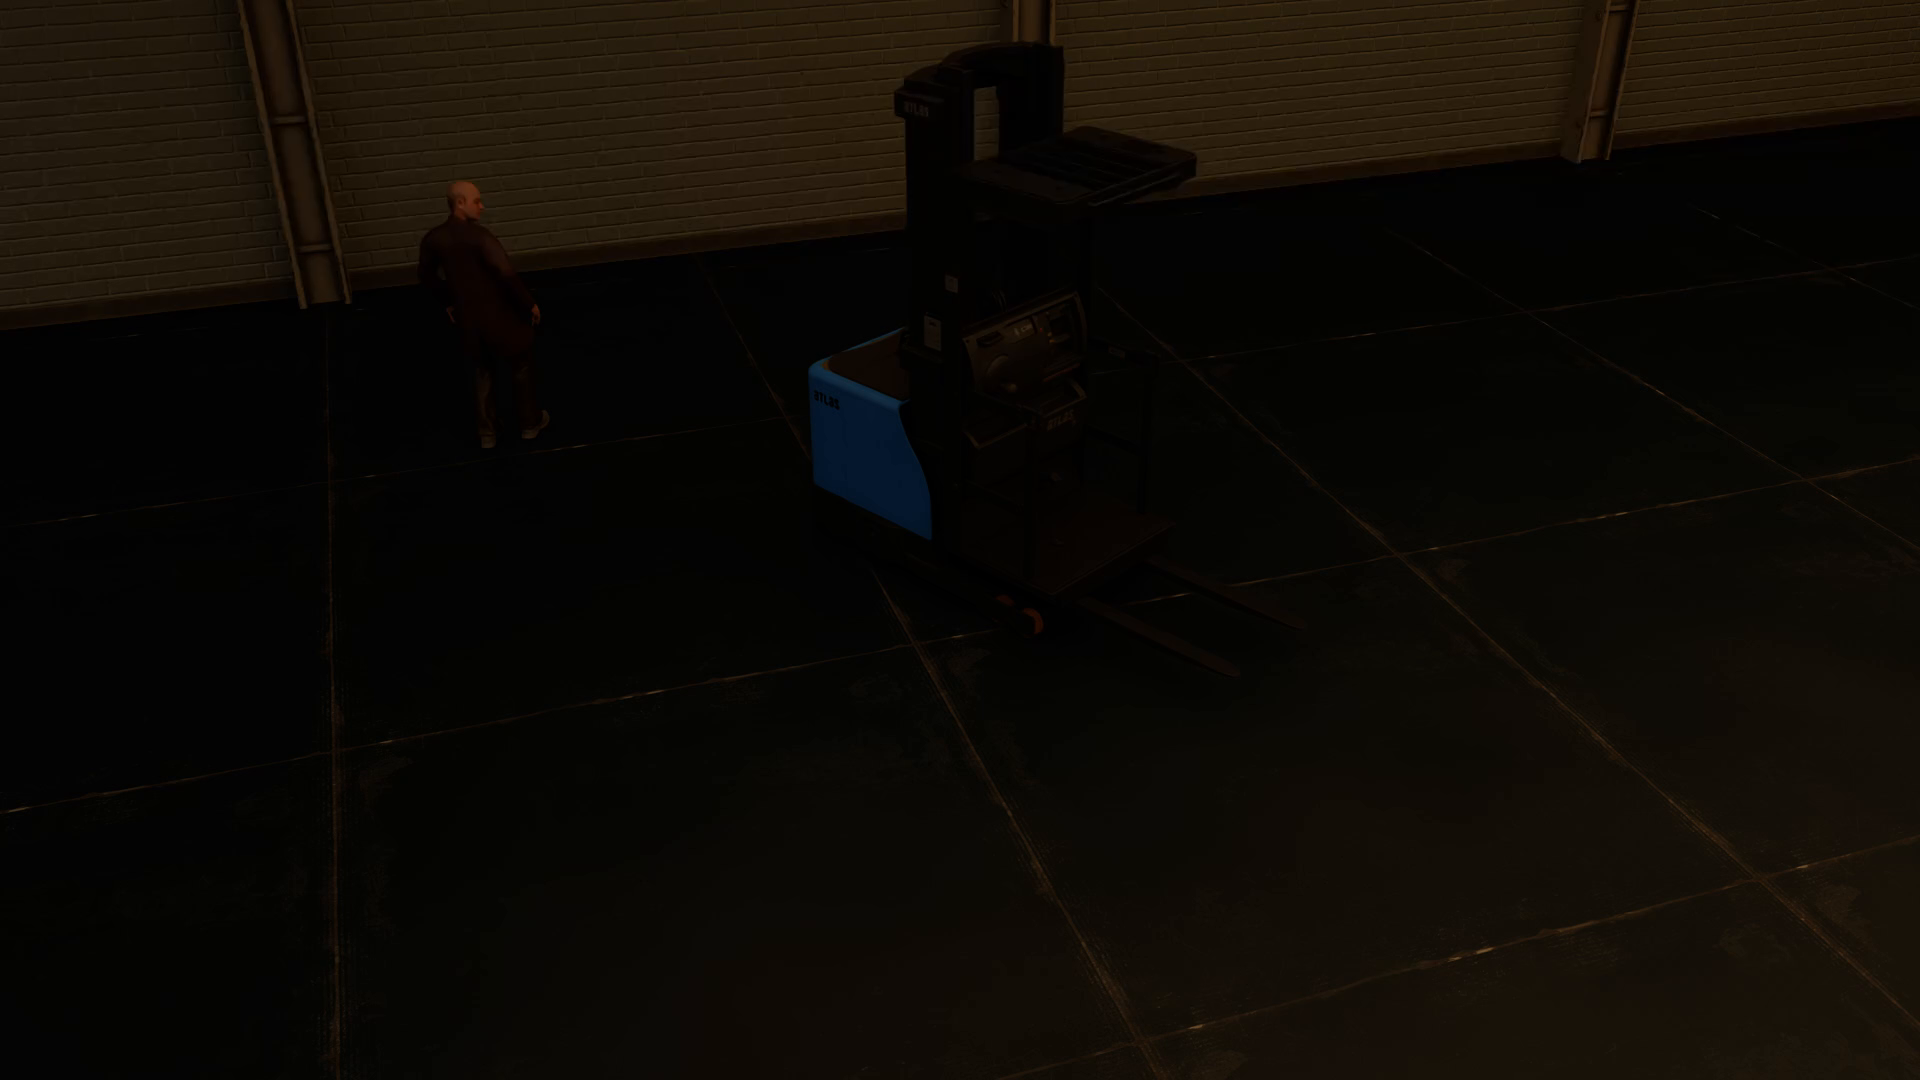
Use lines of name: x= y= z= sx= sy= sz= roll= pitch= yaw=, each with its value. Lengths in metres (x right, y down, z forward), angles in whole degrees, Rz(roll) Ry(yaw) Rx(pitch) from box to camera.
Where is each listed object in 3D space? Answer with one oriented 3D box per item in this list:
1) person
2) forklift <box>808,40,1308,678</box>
person: x=-3.078 y=-1.489 z=10.856 sx=0.799 sy=1.759 sz=0.558 roll=7 pitch=31 yaw=13
forklift: x=0.515 y=-1.027 z=8.871 sx=3.031 sy=2.935 sz=1.130 roll=25 pitch=38 yaw=37
